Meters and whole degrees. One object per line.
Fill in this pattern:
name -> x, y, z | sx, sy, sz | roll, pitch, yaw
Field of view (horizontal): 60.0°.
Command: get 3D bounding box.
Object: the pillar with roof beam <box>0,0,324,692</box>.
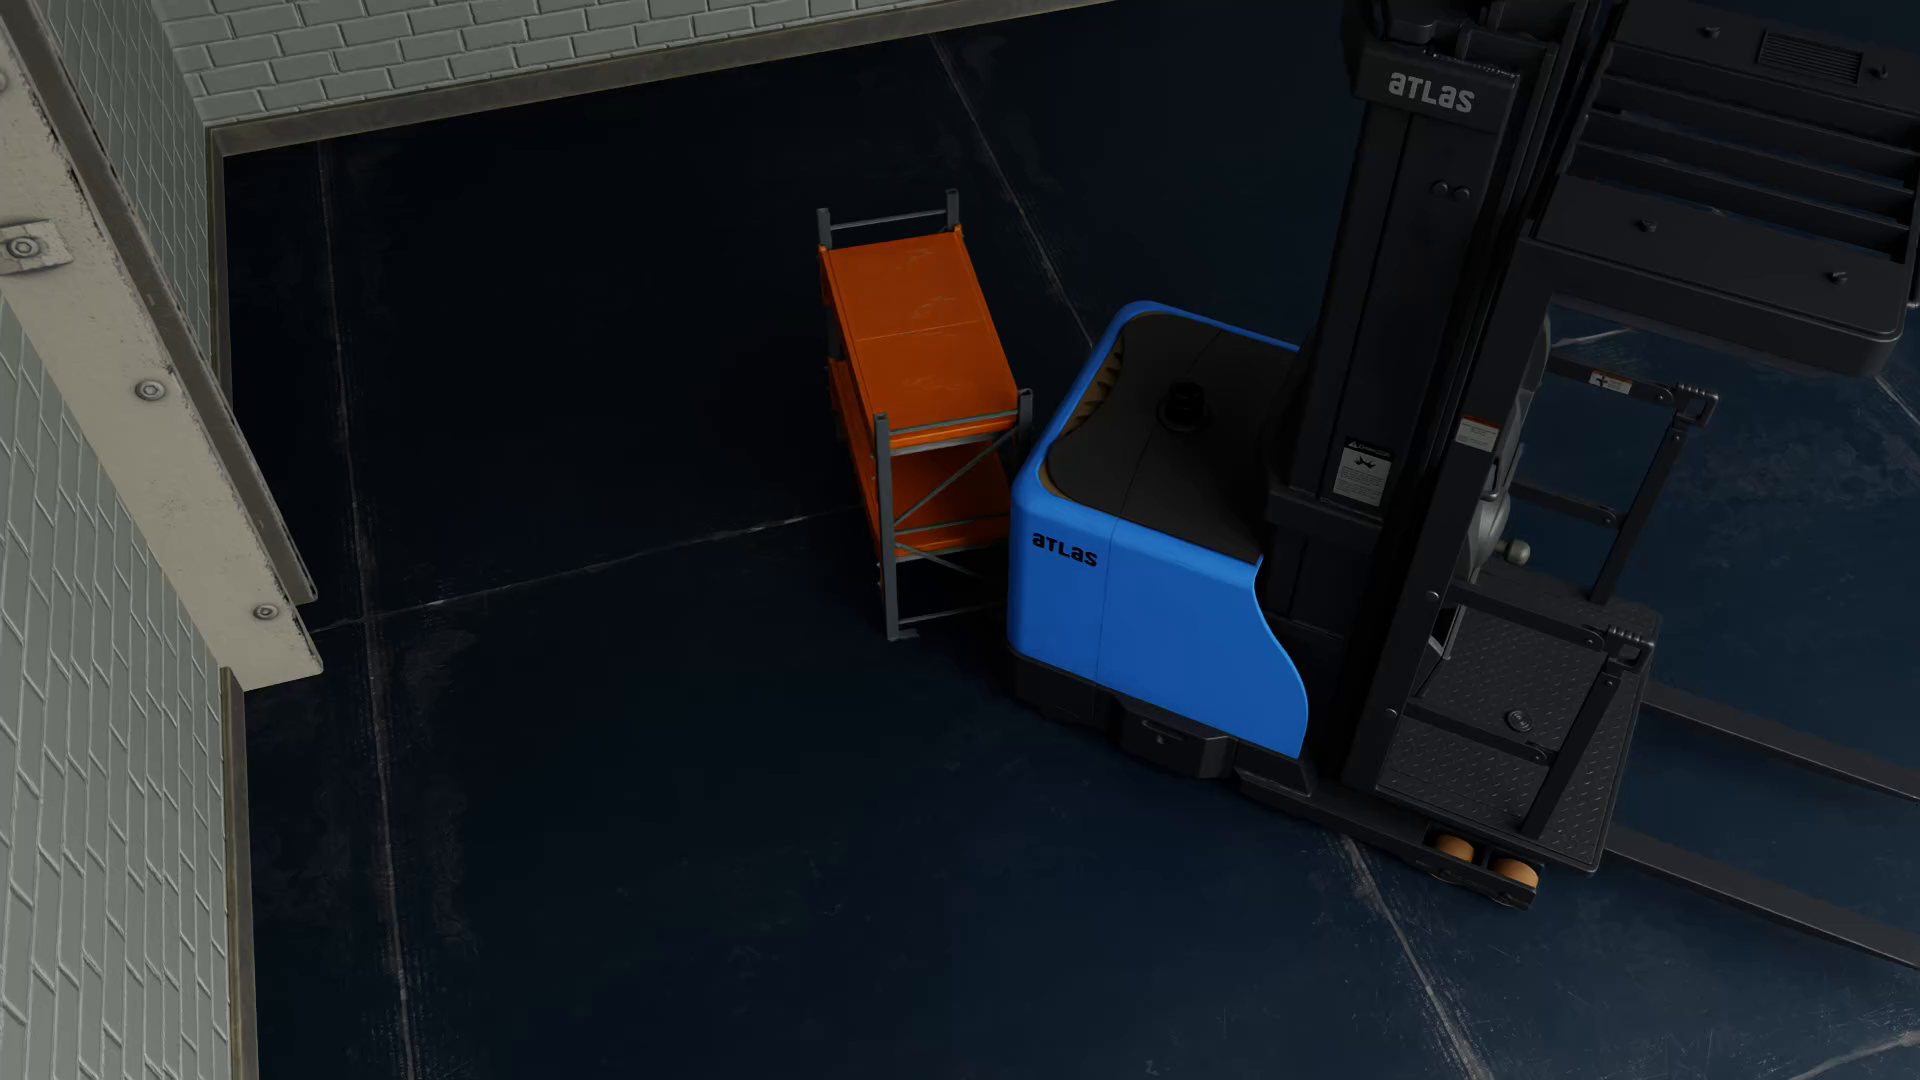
pillar with roof beam -> 1.665, -3.517, 3.329 | 9.100, 9.000, 0.400 | -13, 51, -11

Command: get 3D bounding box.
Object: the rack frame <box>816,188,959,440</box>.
rack frame -> -0.251, -0.813, 6.200 | 0.500, 1.125, 0.032 | -10, 51, -8

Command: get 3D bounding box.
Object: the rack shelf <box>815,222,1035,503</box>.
rack shelf -> -0.135, -0.623, 5.657 | 0.538, 0.278, 1.000 | -10, 51, -8

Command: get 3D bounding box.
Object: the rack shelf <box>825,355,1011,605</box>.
rack shelf -> -0.135, -0.277, 6.068 | 0.538, 0.278, 1.000 | -10, 51, -8

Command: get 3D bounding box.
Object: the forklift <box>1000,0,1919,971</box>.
forklift -> 1.696, -0.252, 4.546 | 3.031, 2.935, 1.130 | 20, 53, 16

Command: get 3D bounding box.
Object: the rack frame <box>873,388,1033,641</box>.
rack frame -> -0.019, -0.056, 5.562 | 0.500, 1.125, 0.032 | -10, 51, -8

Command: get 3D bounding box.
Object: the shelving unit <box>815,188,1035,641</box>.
shelving unit -> -0.135, -0.435, 5.881 | 0.538, 1.125, 1.048 | -10, 51, -8
